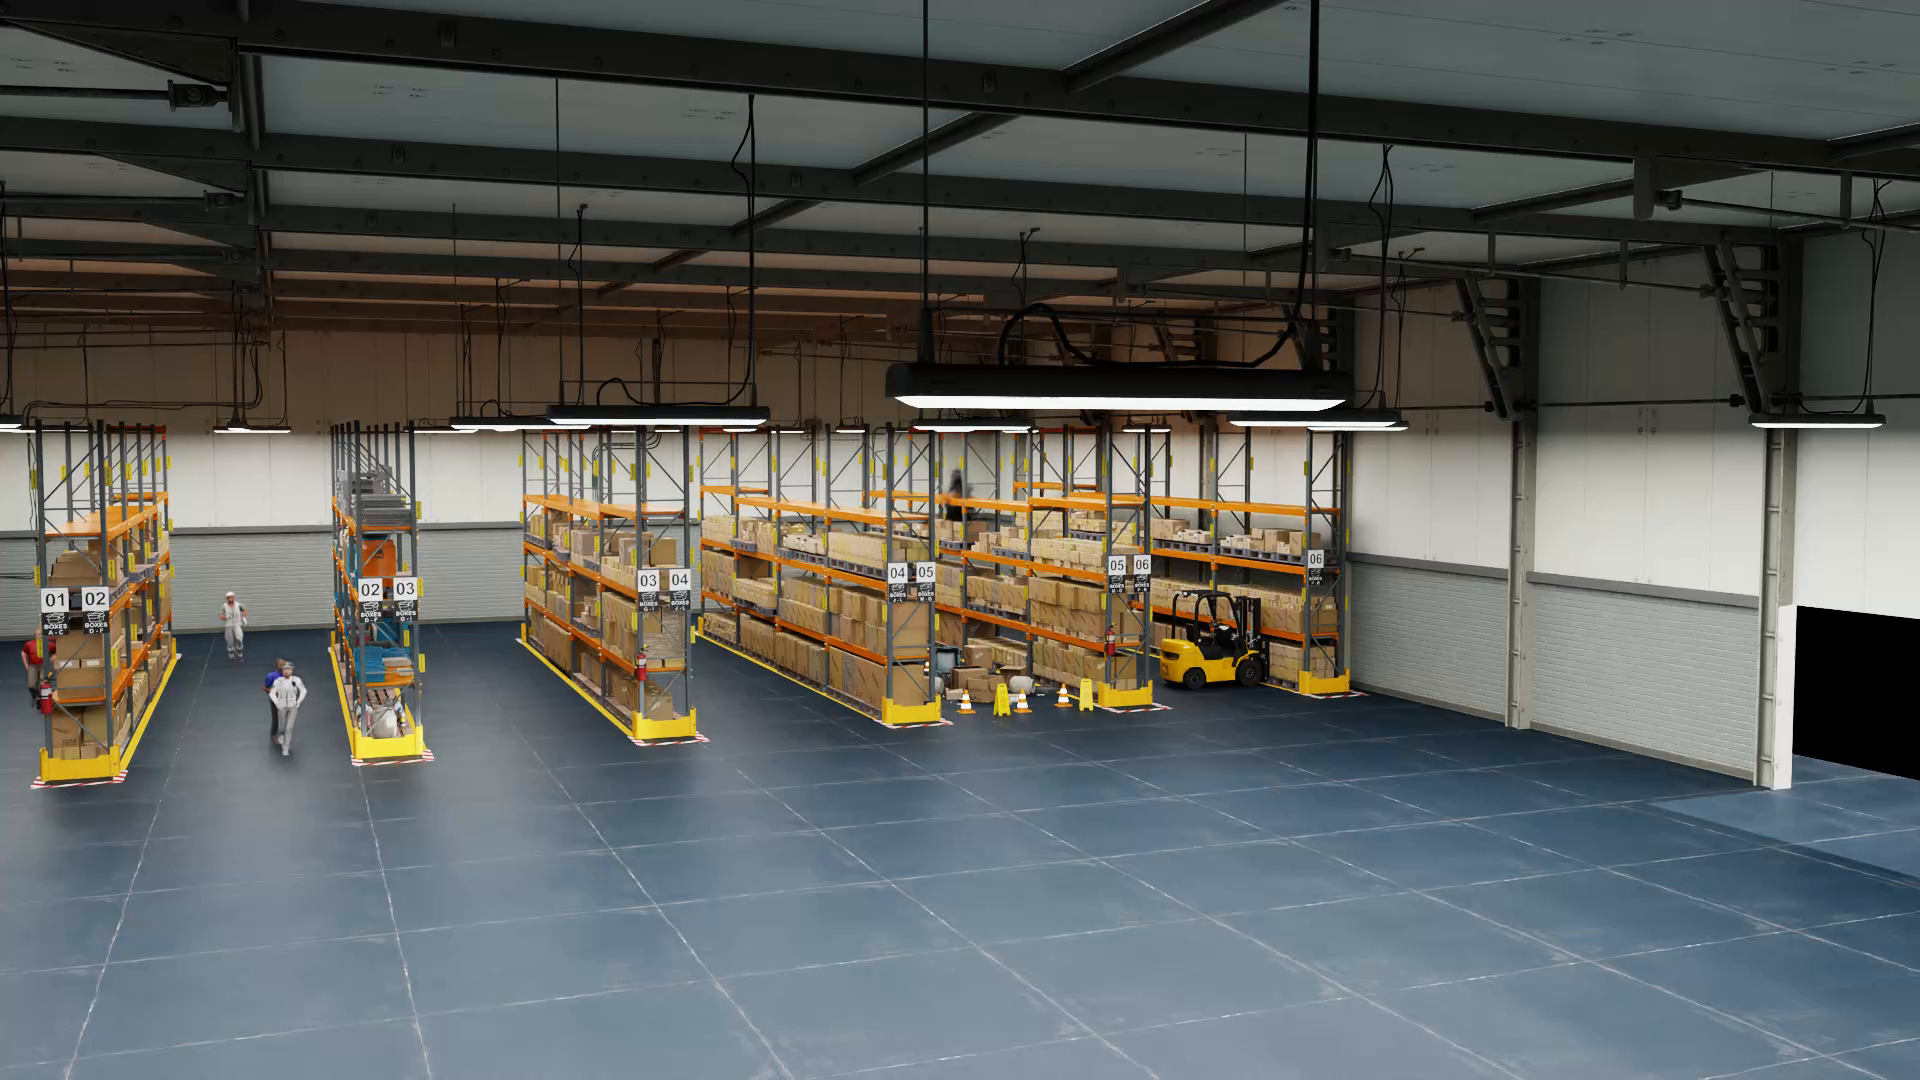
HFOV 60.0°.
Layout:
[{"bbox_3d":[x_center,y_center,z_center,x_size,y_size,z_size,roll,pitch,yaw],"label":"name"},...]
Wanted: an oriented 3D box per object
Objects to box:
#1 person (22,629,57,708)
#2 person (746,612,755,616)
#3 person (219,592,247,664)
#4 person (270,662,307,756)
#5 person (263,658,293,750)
[{"bbox_3d":[-19.174,2.709,34.641,0.710,1.697,0.563,-1,4,-20],"label":"person"},{"bbox_3d":[-6.252,1.835,49.950,0.643,1.543,0.566,-1,4,-15],"label":"person"},{"bbox_3d":[-18.309,2.216,41.880,0.652,1.824,0.765,-2,4,-26],"label":"person"},{"bbox_3d":[-12.153,3.025,30.108,0.632,1.683,0.669,-1,4,-20],"label":"person"},{"bbox_3d":[-12.478,2.986,30.519,0.583,1.659,0.883,-3,4,-36],"label":"person"}]
